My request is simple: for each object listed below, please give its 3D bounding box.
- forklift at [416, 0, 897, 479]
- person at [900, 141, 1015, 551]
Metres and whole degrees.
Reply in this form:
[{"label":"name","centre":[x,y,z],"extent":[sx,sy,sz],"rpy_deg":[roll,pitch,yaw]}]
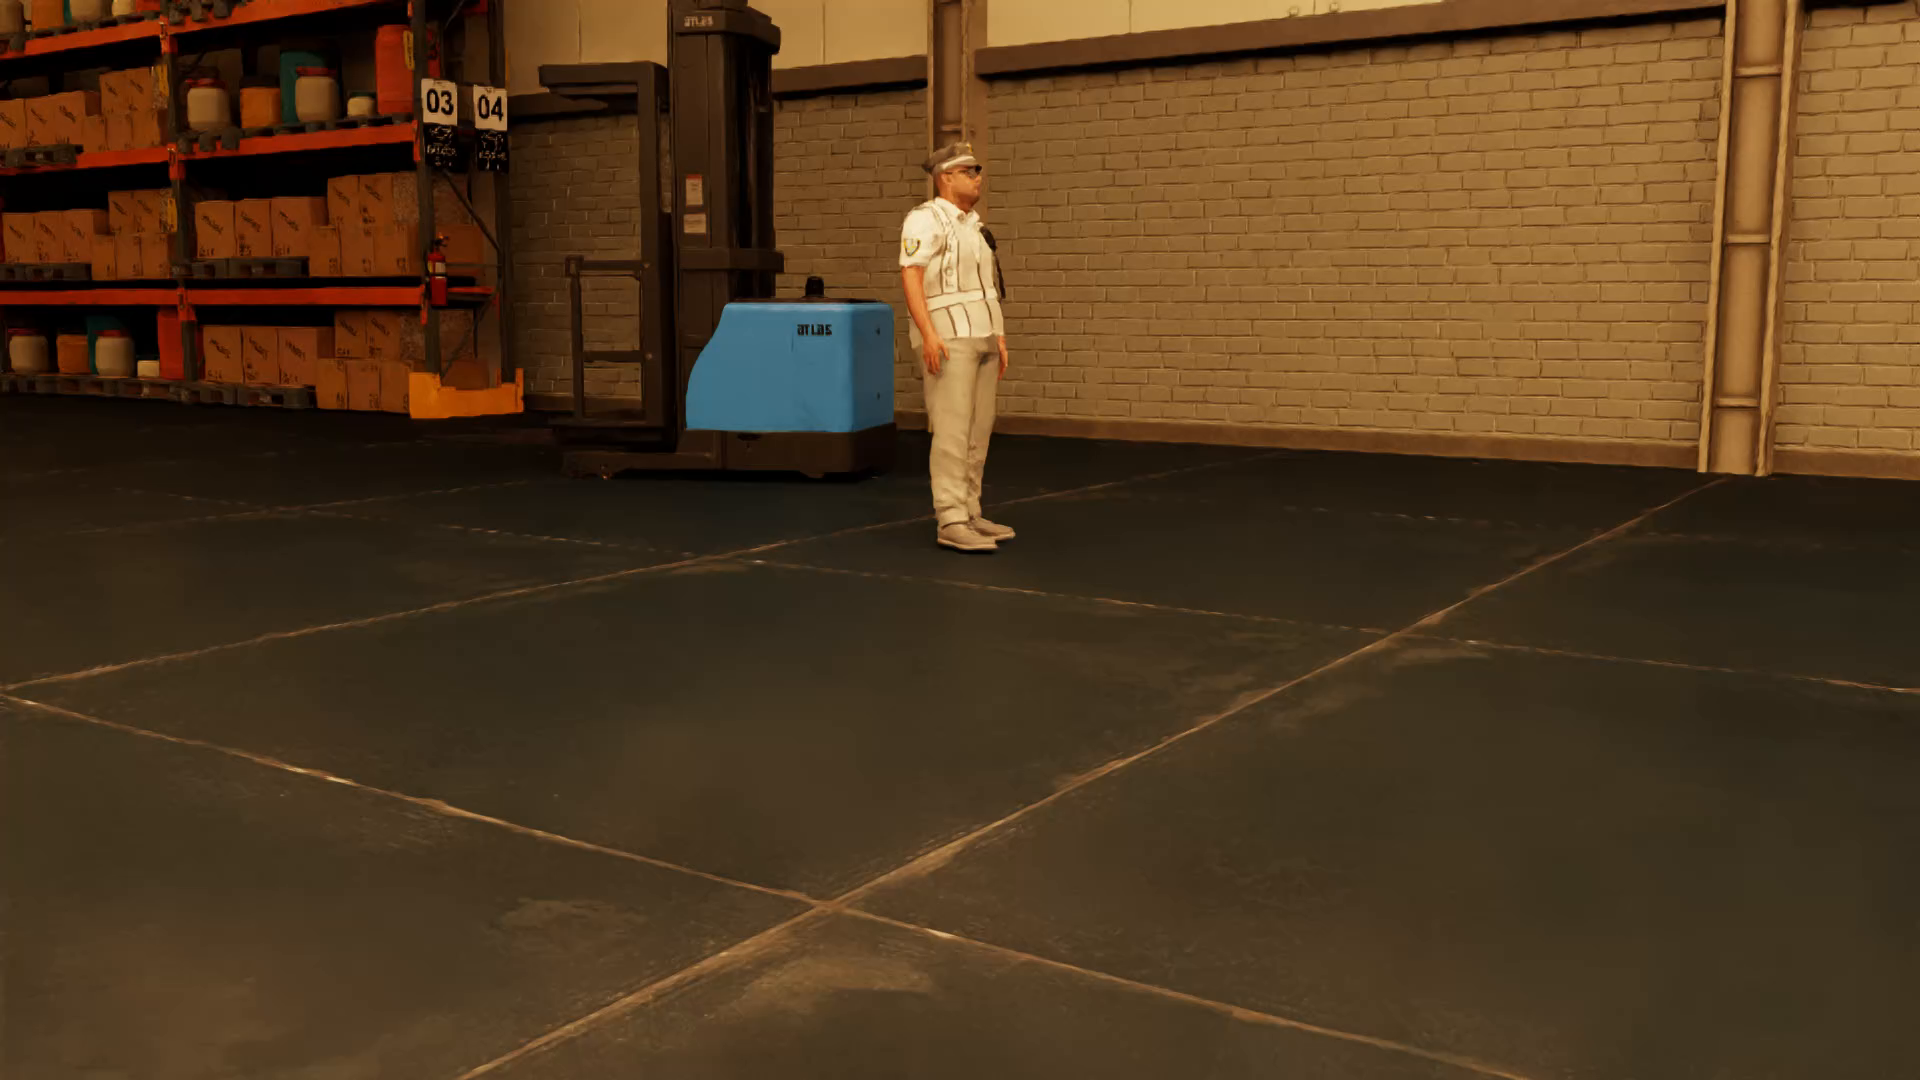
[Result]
[{"label":"forklift","centre":[-1.987,-1.906,10.595],"extent":[3.031,2.935,1.130],"rpy_deg":[2,8,14]},{"label":"person","centre":[0.058,-0.882,7.424],"extent":[0.574,1.781,0.640],"rpy_deg":[5,10,34]}]
